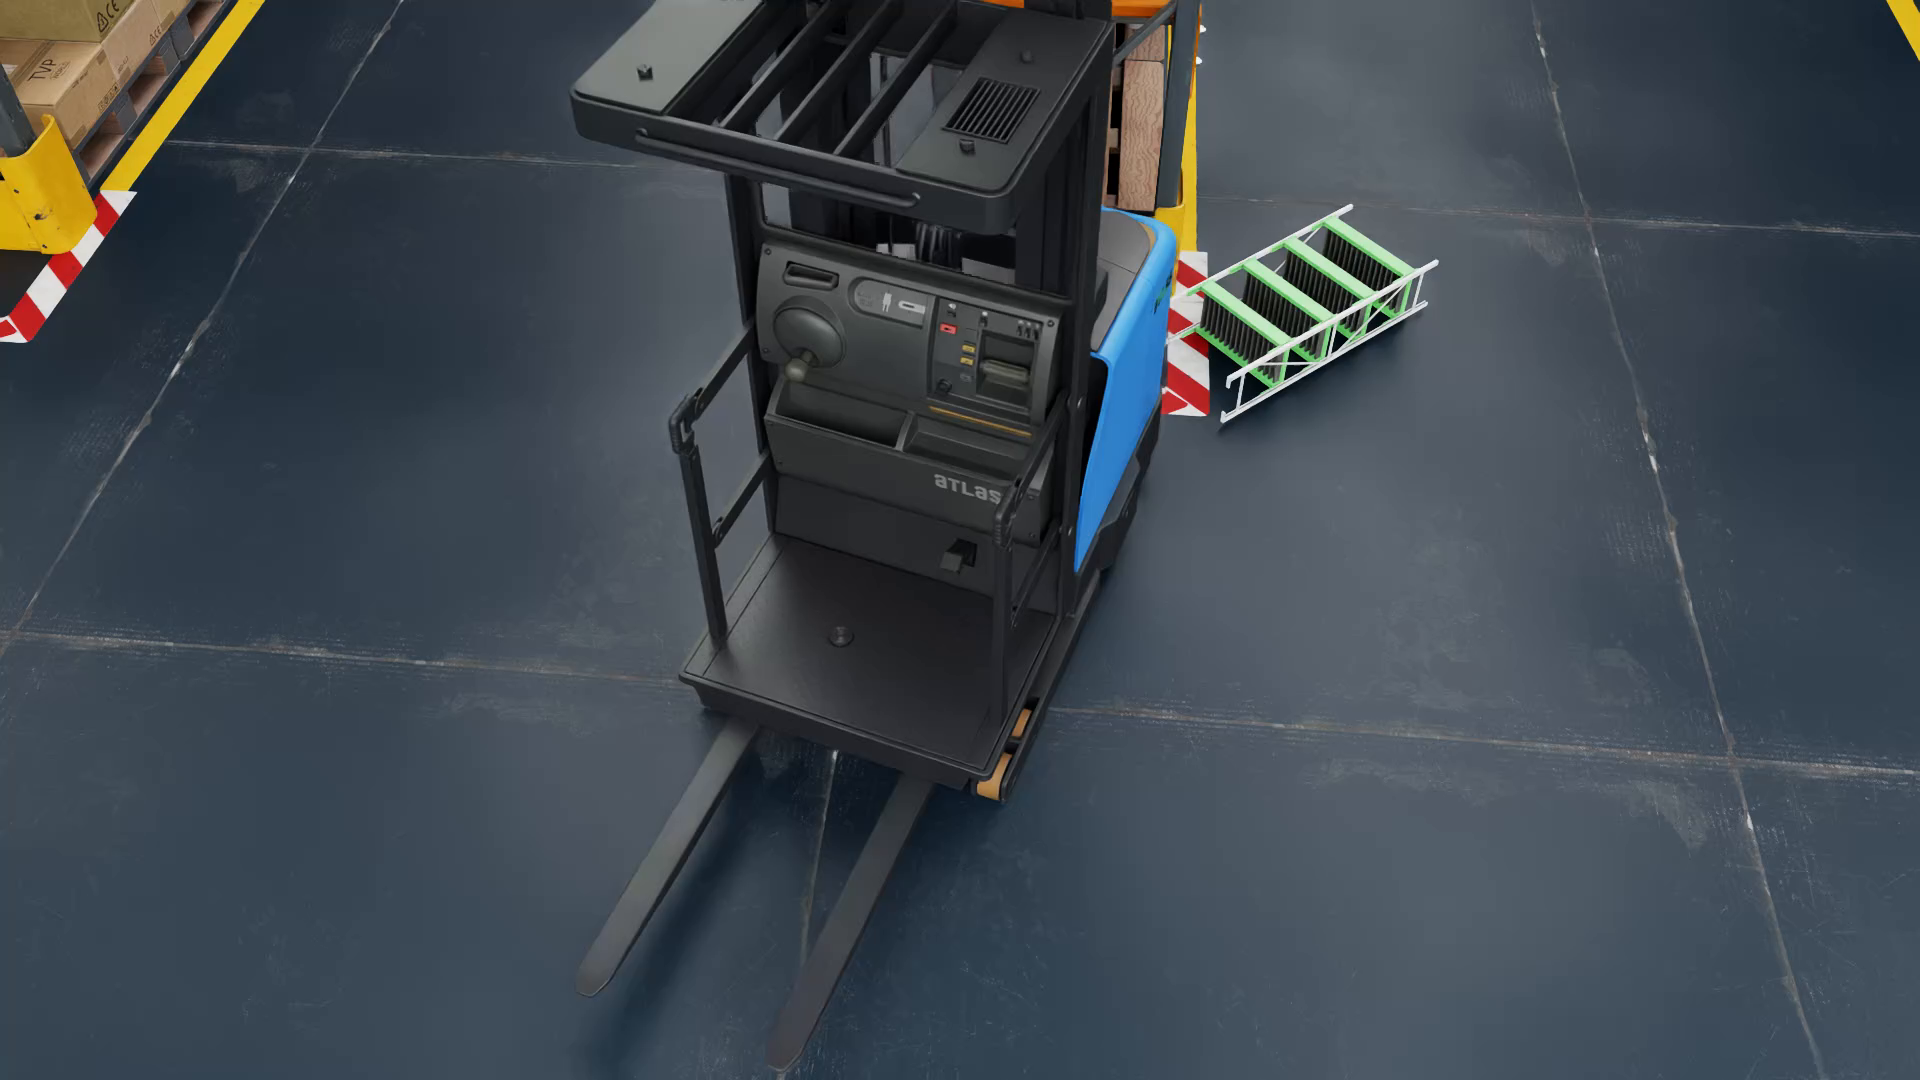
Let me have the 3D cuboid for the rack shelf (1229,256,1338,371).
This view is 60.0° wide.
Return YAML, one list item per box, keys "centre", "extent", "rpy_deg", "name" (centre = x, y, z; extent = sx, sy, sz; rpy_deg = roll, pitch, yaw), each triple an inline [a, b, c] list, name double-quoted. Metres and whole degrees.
- centre: [1.322, -0.935, 6.906]
  extent: [0.148, 0.258, 0.480]
  rpy_deg: [-29, 54, -24]
  name: "rack shelf"

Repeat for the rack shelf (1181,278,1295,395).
- centre: [1.132, -0.827, 6.807]
  extent: [0.148, 0.258, 0.480]
  rpy_deg: [-29, 54, -24]
  name: "rack shelf"

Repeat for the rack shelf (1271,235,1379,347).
- centre: [1.513, -1.043, 7.004]
  extent: [0.148, 0.258, 0.480]
  rpy_deg: [-29, 54, -24]
  name: "rack shelf"

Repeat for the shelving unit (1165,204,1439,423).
- centre: [1.373, -0.964, 6.932]
  extent: [1.200, 0.258, 0.503]
  rpy_deg: [-29, 54, -24]
  name: "shelving unit"

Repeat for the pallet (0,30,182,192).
- centre: [-4.507, -2.090, 8.018]
  extent: [1.003, 0.211, 1.213]
  rpy_deg: [4, 48, 4]
  name: "pallet"

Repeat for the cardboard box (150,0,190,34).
- centre: [-4.176, -2.794, 8.352]
  extent: [0.500, 0.250, 0.500]
  rpy_deg: [4, 48, 4]
  name: "cardboard box"

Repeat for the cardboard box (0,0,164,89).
- centre: [-4.222, -2.427, 8.015]
  extent: [0.500, 0.250, 0.500]
  rpy_deg: [4, 48, 4]
  name: "cardboard box"

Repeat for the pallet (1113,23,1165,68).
- centre: [0.551, -2.739, 8.612]
  extent: [1.003, 0.211, 1.213]
  rpy_deg: [4, 48, 4]
  name: "pallet"

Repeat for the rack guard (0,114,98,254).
- centre: [-4.537, -1.605, 7.379]
  extent: [1.175, 0.500, 0.348]
  rpy_deg: [4, 48, 4]
  name: "rack guard"

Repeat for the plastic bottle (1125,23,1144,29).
- centre: [0.873, -2.669, 8.209]
  extent: [0.097, 0.271, 0.097]
  rpy_deg: [0, 48, 0]
  name: "plastic bottle"

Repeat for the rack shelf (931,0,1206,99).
- centre: [0.580, -3.357, 7.775]
  extent: [1.077, 0.370, 4.000]
  rpy_deg: [4, 48, 4]
  name: "rack shelf"

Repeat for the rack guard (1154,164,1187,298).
- centre: [0.358, -1.346, 7.142]
  extent: [1.175, 0.500, 0.348]
  rpy_deg: [4, 48, 4]
  name: "rack guard"

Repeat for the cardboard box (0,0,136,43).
- centre: [-4.220, -2.680, 7.739]
  extent: [0.500, 0.500, 0.500]
  rpy_deg: [4, 48, 4]
  name: "cardboard box"

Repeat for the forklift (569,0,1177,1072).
- centre: [-0.240, -0.495, 4.716]
  extent: [1.130, 2.935, 3.031]
  rpy_deg: [16, 50, 14]
  name: "forklift"

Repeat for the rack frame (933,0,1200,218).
- centre: [0.398, -2.130, 6.166]
  extent: [1.000, 3.000, 0.127]
  rpy_deg: [4, 48, 4]
  name: "rack frame"

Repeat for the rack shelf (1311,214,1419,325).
- centre: [1.703, -1.150, 7.103]
  extent: [0.148, 0.258, 0.480]
  rpy_deg: [-29, 54, -24]
  name: "rack shelf"

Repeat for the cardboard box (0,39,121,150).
- centre: [-4.264, -2.059, 7.679]
  extent: [0.500, 0.250, 0.500]
  rpy_deg: [4, 48, 4]
  name: "cardboard box"

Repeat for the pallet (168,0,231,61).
- centre: [-4.393, -2.984, 8.836]
  extent: [1.003, 0.211, 1.213]
  rpy_deg: [4, 48, 4]
  name: "pallet"

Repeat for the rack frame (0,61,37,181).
- centre: [-4.534, -2.466, 6.473]
  extent: [1.000, 3.000, 0.127]
  rpy_deg: [4, 48, 4]
  name: "rack frame"

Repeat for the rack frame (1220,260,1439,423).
- centre: [1.522, -0.821, 6.801]
  extent: [1.200, 0.240, 0.015]
  rpy_deg: [-29, 54, -24]
  name: "rack frame"

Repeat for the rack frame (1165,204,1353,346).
- centre: [1.225, -1.107, 7.063]
  extent: [1.200, 0.240, 0.015]
  rpy_deg: [-29, 54, -24]
  name: "rack frame"

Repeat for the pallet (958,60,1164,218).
- centre: [0.437, -1.845, 7.794]
  extent: [1.003, 0.211, 1.213]
  rpy_deg: [4, 48, 4]
  name: "pallet"
